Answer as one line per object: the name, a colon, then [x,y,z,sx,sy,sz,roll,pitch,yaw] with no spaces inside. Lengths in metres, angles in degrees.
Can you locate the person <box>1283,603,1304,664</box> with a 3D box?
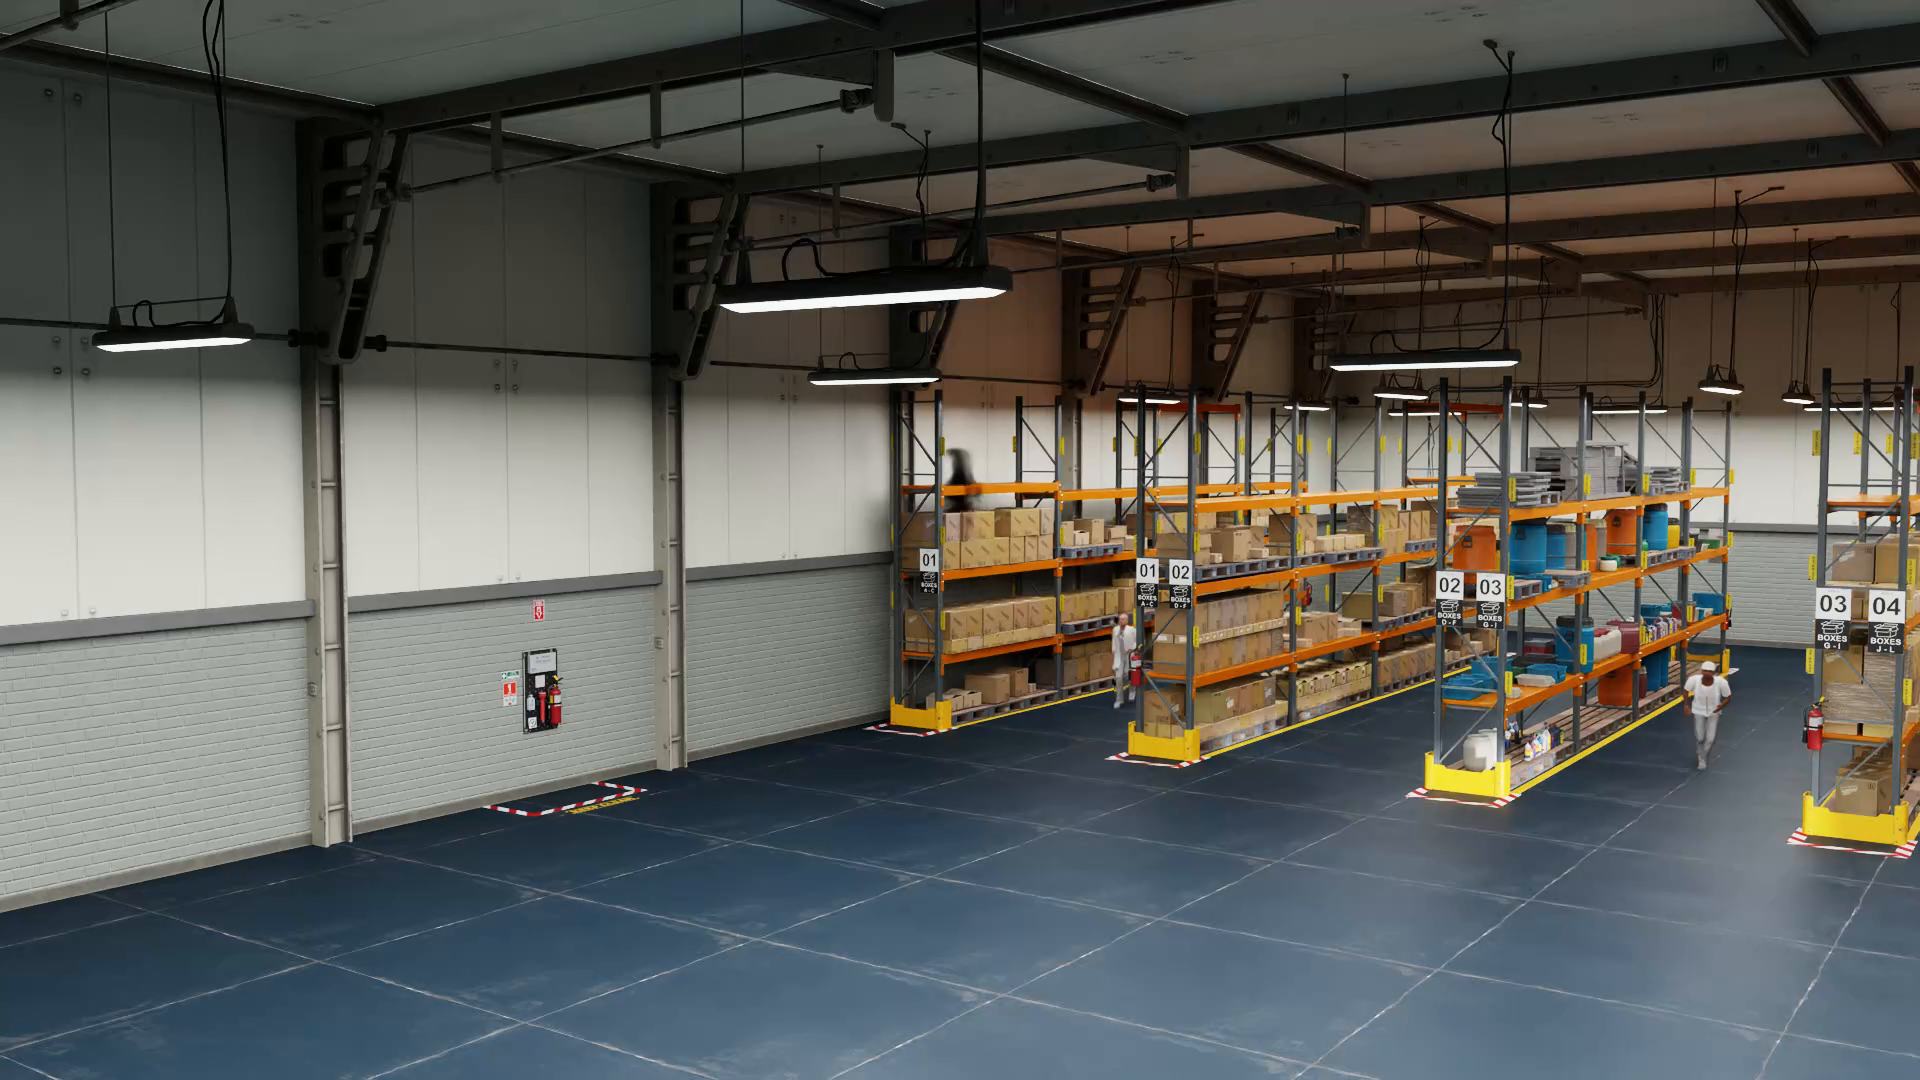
person: [7.414,2.162,36.630,0.654,1.632,0.982,1,4,24]

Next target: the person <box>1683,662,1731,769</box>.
person: [11.598,2.705,25.816,0.663,1.688,0.705,1,3,16]

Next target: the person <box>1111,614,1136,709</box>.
person: [3.225,2.311,32.056,0.691,1.801,0.953,2,4,26]
